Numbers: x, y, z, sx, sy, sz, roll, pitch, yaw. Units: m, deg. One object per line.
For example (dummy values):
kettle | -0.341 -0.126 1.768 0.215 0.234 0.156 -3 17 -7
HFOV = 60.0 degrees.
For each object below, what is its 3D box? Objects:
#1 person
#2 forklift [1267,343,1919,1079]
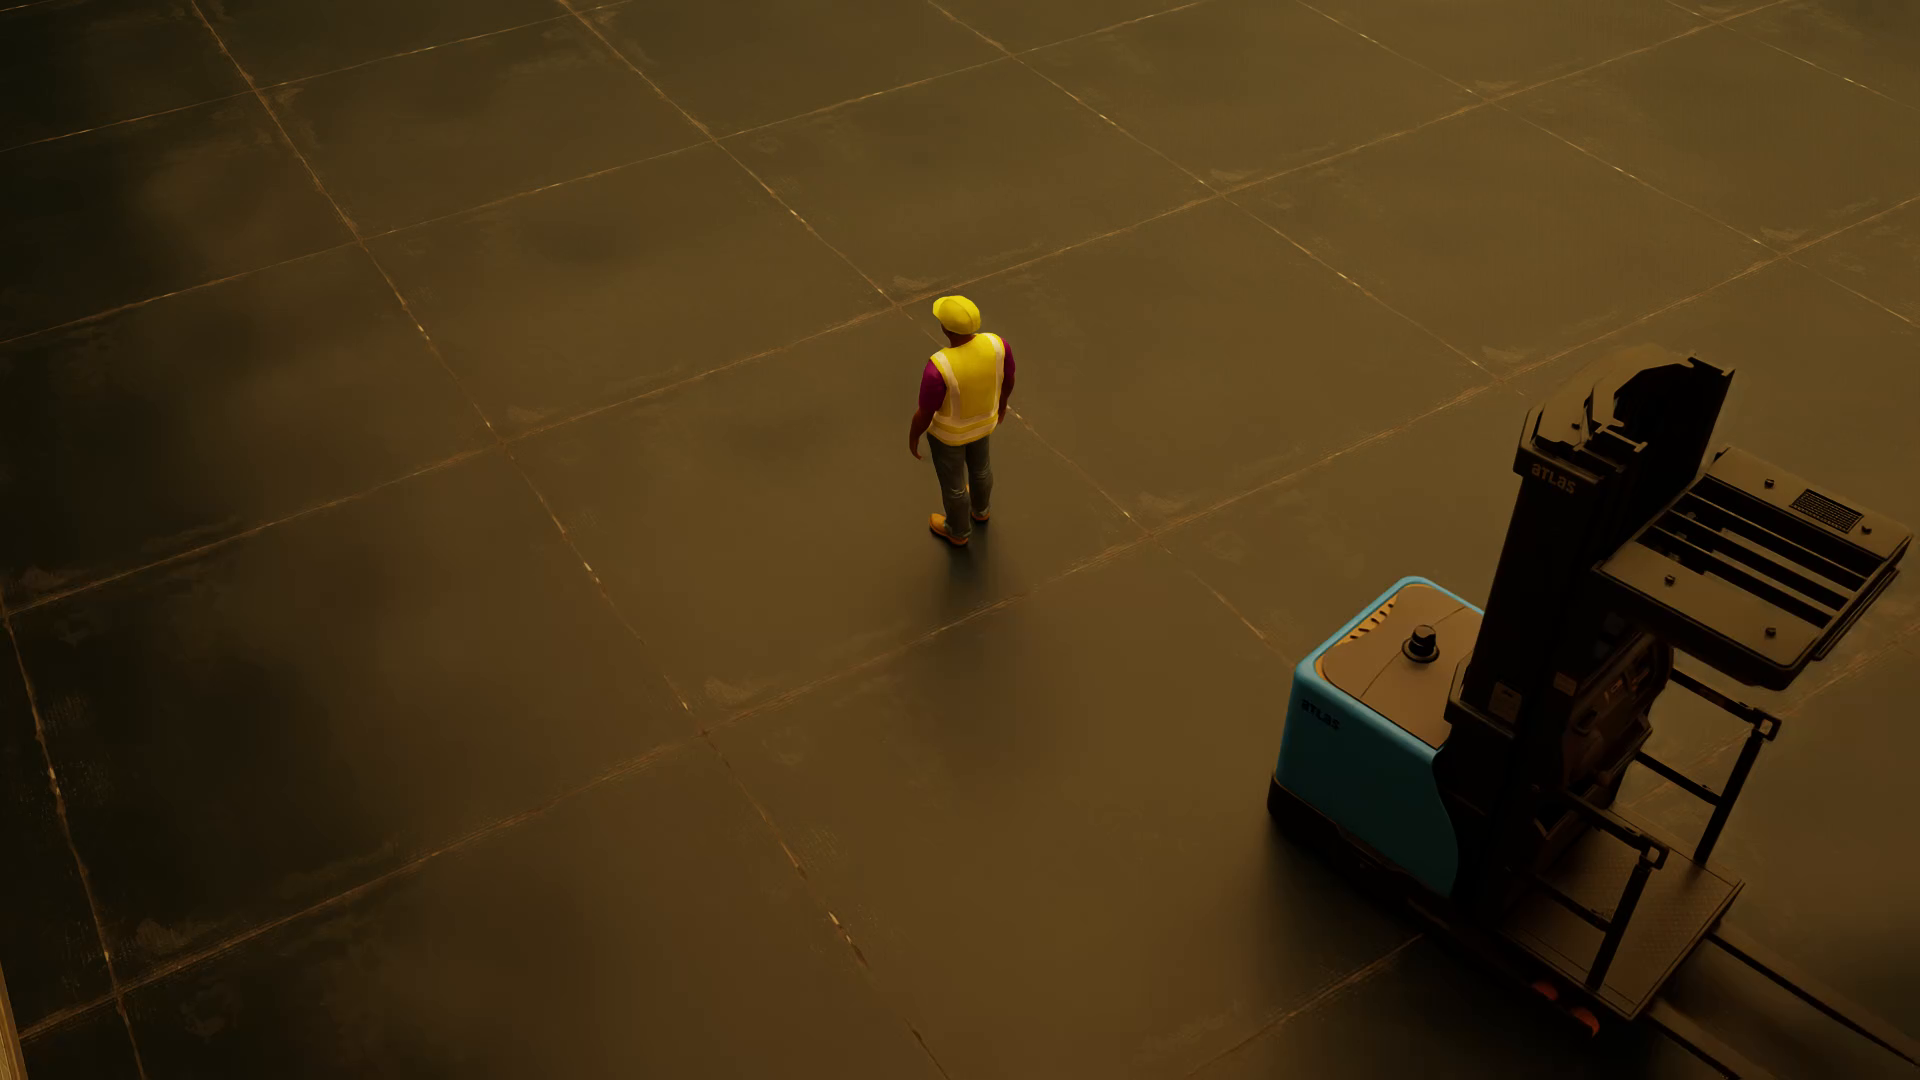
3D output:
person | -0.033 -0.711 9.559 0.665 1.768 0.575 -23 46 -24
forklift | 2.948 0.773 6.987 1.130 2.935 3.031 -33 51 -32
